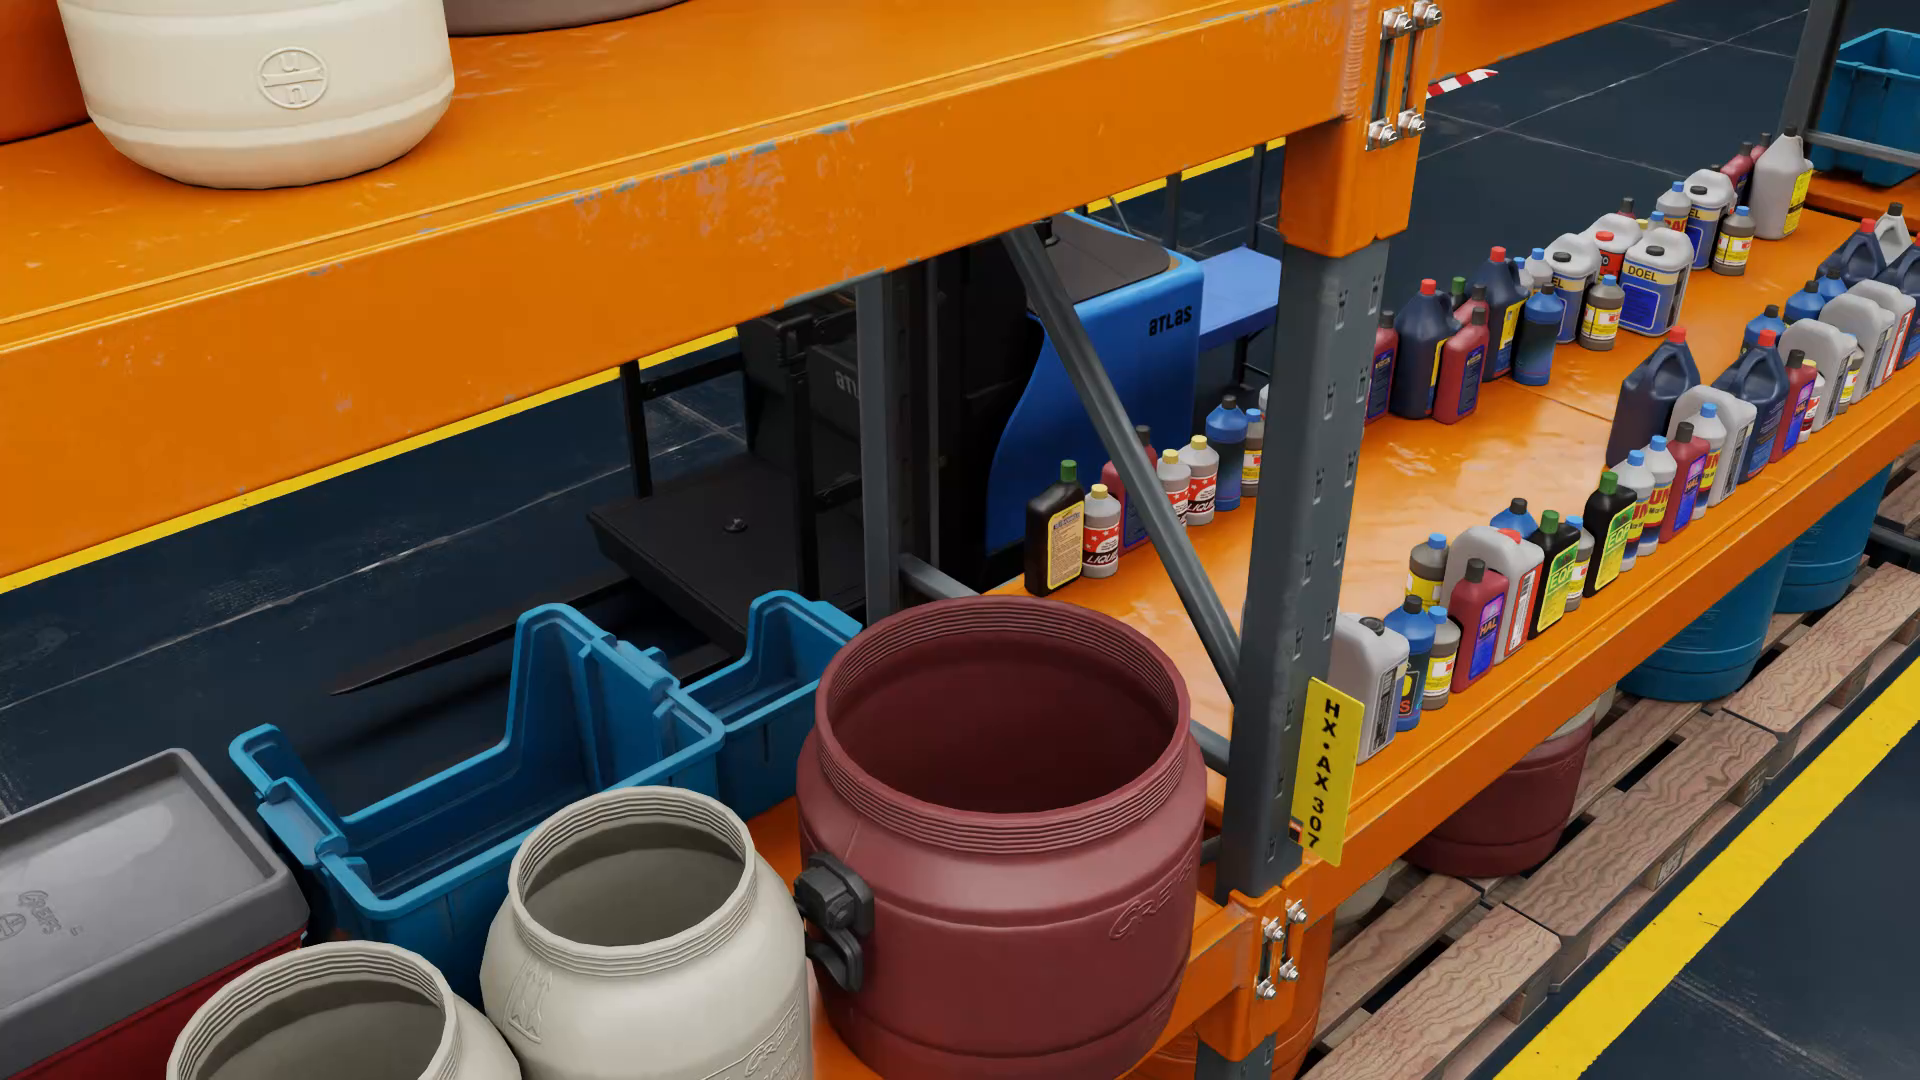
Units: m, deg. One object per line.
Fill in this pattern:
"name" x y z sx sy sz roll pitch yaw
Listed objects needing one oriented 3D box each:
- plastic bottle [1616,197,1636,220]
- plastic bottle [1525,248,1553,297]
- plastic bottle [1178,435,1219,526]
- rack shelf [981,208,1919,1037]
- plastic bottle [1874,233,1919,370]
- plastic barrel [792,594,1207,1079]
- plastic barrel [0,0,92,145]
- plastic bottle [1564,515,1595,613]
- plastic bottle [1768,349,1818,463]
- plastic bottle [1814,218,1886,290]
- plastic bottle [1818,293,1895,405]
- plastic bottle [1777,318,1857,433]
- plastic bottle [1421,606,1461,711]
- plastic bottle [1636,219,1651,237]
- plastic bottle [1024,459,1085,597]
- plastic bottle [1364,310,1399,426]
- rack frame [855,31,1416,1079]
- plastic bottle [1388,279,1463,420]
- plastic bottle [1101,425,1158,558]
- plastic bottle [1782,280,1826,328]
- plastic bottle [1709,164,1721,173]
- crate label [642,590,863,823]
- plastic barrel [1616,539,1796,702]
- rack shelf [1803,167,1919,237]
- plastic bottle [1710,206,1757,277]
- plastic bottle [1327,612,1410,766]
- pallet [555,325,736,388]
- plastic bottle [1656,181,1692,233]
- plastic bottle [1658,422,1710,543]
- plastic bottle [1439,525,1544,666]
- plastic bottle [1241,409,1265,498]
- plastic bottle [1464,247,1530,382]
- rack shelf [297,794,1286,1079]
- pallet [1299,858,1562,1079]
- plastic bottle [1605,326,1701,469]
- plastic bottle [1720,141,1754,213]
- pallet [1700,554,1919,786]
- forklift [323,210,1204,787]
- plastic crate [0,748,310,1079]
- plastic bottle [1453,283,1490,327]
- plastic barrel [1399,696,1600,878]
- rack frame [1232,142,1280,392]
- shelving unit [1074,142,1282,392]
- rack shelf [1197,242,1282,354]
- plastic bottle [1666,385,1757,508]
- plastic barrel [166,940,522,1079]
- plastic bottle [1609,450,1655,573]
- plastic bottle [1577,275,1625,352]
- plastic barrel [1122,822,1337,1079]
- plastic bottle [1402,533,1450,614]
"plastic bottle" 1.918 -0.857 4.888 0.133 0.283 0.061 -26 40 -35
"plastic bottle" 1.577 -0.674 4.601 0.097 0.271 0.097 0 31 0
"plastic bottle" 0.539 -0.142 3.798 0.097 0.201 0.097 0 31 0
"rack shelf" 1.661 -0.173 4.347 4.000 0.370 1.077 -26 40 -35
"plastic bottle" 2.541 -0.651 4.487 0.185 0.351 0.144 -26 40 -35
"plastic barrel" 0.060 0.452 2.505 0.708 0.536 0.600 -26 40 -35
"plastic barrel" -1.035 -0.793 1.384 0.708 0.830 0.600 -26 40 -35
"plastic bottle" 1.272 0.043 3.495 0.097 0.201 0.097 0 31 0
"plastic bottle" 2.014 -0.338 4.039 0.133 0.283 0.061 -26 40 -35
"plastic bottle" 2.443 -0.706 4.577 0.185 0.351 0.144 -26 40 -35
"plastic bottle" 2.322 -0.516 4.338 0.135 0.276 0.152 -26 40 -35
"plastic bottle" 2.152 -0.434 4.203 0.135 0.276 0.152 -26 40 -35
"plastic bottle" 0.907 0.220 3.206 0.097 0.201 0.097 0 31 0
"plastic bottle" 2.015 -0.856 4.965 0.097 0.201 0.097 0 31 0
"plastic bottle" 0.201 -0.027 3.531 0.133 0.283 0.061 -26 40 -35
"plastic bottle" 1.039 -0.432 4.194 0.133 0.283 0.061 -26 40 -35
"rack frame" 0.195 0.230 2.999 0.127 3.000 1.000 -26 40 -35
"plastic bottle" 1.184 -0.502 4.242 0.185 0.351 0.144 -26 40 -35
"plastic bottle" 0.370 -0.109 3.665 0.133 0.283 0.061 -26 40 -35
"plastic bottle" 2.224 -0.555 4.406 0.097 0.271 0.097 0 31 0
"plastic bottle" 2.327 -1.037 5.195 0.097 0.271 0.097 0 31 0
"crate label" -0.369 0.307 3.032 0.416 0.233 0.303 -26 40 -35
"plastic barrel" 2.198 -0.035 5.041 0.708 0.901 0.600 -26 40 -35
"rack shelf" 4.594 -1.591 6.667 4.000 0.370 1.077 -26 40 -35
"plastic bottle" 2.359 -0.915 5.061 0.097 0.201 0.097 0 31 0
"plastic bottle" 0.732 0.253 3.080 0.135 0.276 0.152 -26 40 -35
"pallet" -1.703 -1.157 7.941 1.213 0.211 1.003 -26 40 -35
"plastic bottle" 2.157 -0.955 5.060 0.097 0.271 0.097 0 31 0
"plastic bottle" 1.610 -0.143 3.720 0.133 0.283 0.061 -26 40 -35
"plastic bottle" 1.071 0.089 3.348 0.135 0.276 0.152 -26 40 -35
"plastic bottle" 0.682 -0.211 3.911 0.097 0.201 0.097 0 31 0
"plastic bottle" 1.418 -0.615 4.427 0.185 0.351 0.144 -26 40 -35
"rack shelf" -1.272 1.246 2.026 4.000 0.370 1.077 -26 40 -35
"pallet" 0.744 1.124 4.210 1.213 0.211 1.003 -26 40 -35
"plastic bottle" 1.666 -0.336 3.972 0.185 0.351 0.144 -26 40 -35
"plastic bottle" 2.471 -1.125 5.326 0.133 0.283 0.061 -26 40 -35
"pallet" 2.534 0.258 5.625 1.213 0.211 1.003 -26 40 -35
"forklift" -0.584 -0.991 5.062 3.031 2.935 1.130 -24 39 -34
"plastic crate" -1.198 0.659 2.236 0.583 0.464 0.402 -26 40 -35
"plastic bottle" 1.314 -0.522 4.340 0.133 0.283 0.061 -26 40 -35
"plastic barrel" 1.370 0.499 4.468 0.708 0.588 0.600 -26 40 -35
"rack frame" 1.380 -1.239 6.839 0.032 1.500 0.500 -24 39 -34
"shelving unit" 0.992 -1.068 6.558 1.048 1.500 0.538 -24 39 -34
"rack shelf" 0.992 -0.914 6.652 1.000 0.185 0.538 -24 39 -34
"plastic bottle" 1.749 -0.239 3.884 0.135 0.276 0.152 -26 40 -35
"plastic barrel" -0.723 0.778 1.995 0.421 0.512 0.421 0 31 0
"plastic bottle" 1.442 -0.069 3.611 0.097 0.271 0.097 0 31 0
"plastic bottle" 1.779 -0.634 4.602 0.097 0.201 0.097 0 31 0
"plastic barrel" 0.542 0.797 3.750 0.708 0.830 0.600 -26 40 -35
"plastic bottle" 0.973 0.080 3.435 0.097 0.201 0.097 0 31 0
